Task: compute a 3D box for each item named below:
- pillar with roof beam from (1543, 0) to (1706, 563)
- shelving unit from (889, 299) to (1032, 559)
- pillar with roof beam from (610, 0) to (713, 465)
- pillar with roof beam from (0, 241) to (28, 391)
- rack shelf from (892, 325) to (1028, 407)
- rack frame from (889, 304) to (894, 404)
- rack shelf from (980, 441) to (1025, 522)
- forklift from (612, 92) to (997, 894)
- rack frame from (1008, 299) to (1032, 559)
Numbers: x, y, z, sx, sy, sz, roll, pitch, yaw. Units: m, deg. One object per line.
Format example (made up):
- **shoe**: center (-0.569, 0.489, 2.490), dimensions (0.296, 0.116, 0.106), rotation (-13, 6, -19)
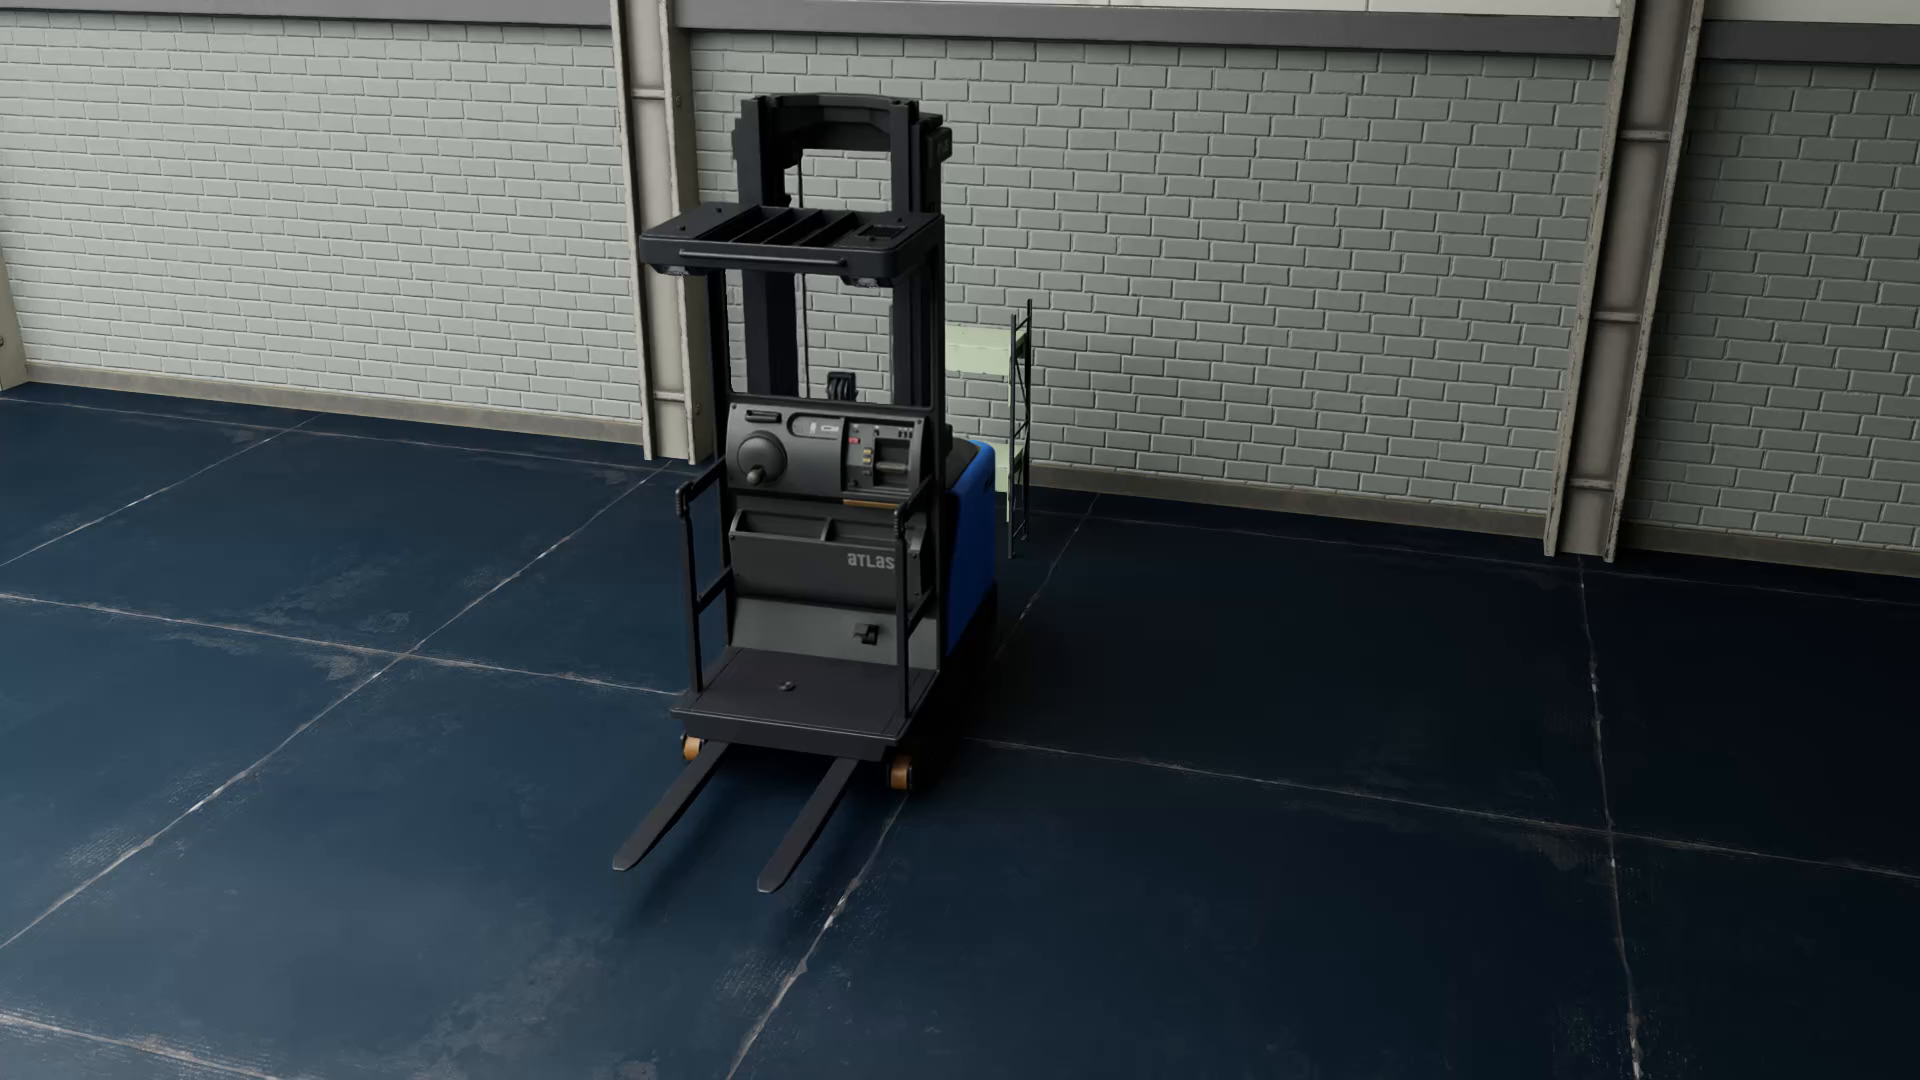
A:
- **pillar with roof beam**: center (2.522, -2.541, 4.606), dimensions (0.400, 9.000, 9.100), rotation (7, 23, 16)
- **shelving unit**: center (0.006, -0.693, 9.984), dimensions (0.755, 1.500, 0.431), rotation (7, 23, 16)
- **pillar with roof beam**: center (-3.222, -3.198, 6.209), dimensions (0.400, 9.000, 9.100), rotation (7, 23, 16)
- **pillar with roof beam**: center (-8.966, -3.856, 7.813), dimensions (0.400, 9.000, 9.100), rotation (7, 23, 16)
- **rack shelf**: center (0.006, -1.054, 9.836), dimensions (0.720, 0.370, 0.431), rotation (7, 23, 16)
- **rack frame**: center (-0.344, -0.733, 10.081), dimensions (0.023, 1.500, 0.400), rotation (7, 23, 16)
- **rack shelf**: center (0.006, -0.392, 10.107), dimensions (0.720, 0.370, 0.431), rotation (7, 23, 16)
- **forklift**: center (-0.665, -0.384, 7.343), dimensions (1.130, 2.935, 3.031), rotation (6, 23, 13)
- **rack frame**: center (0.357, -0.653, 9.886), dimensions (0.023, 1.500, 0.400), rotation (7, 23, 16)
